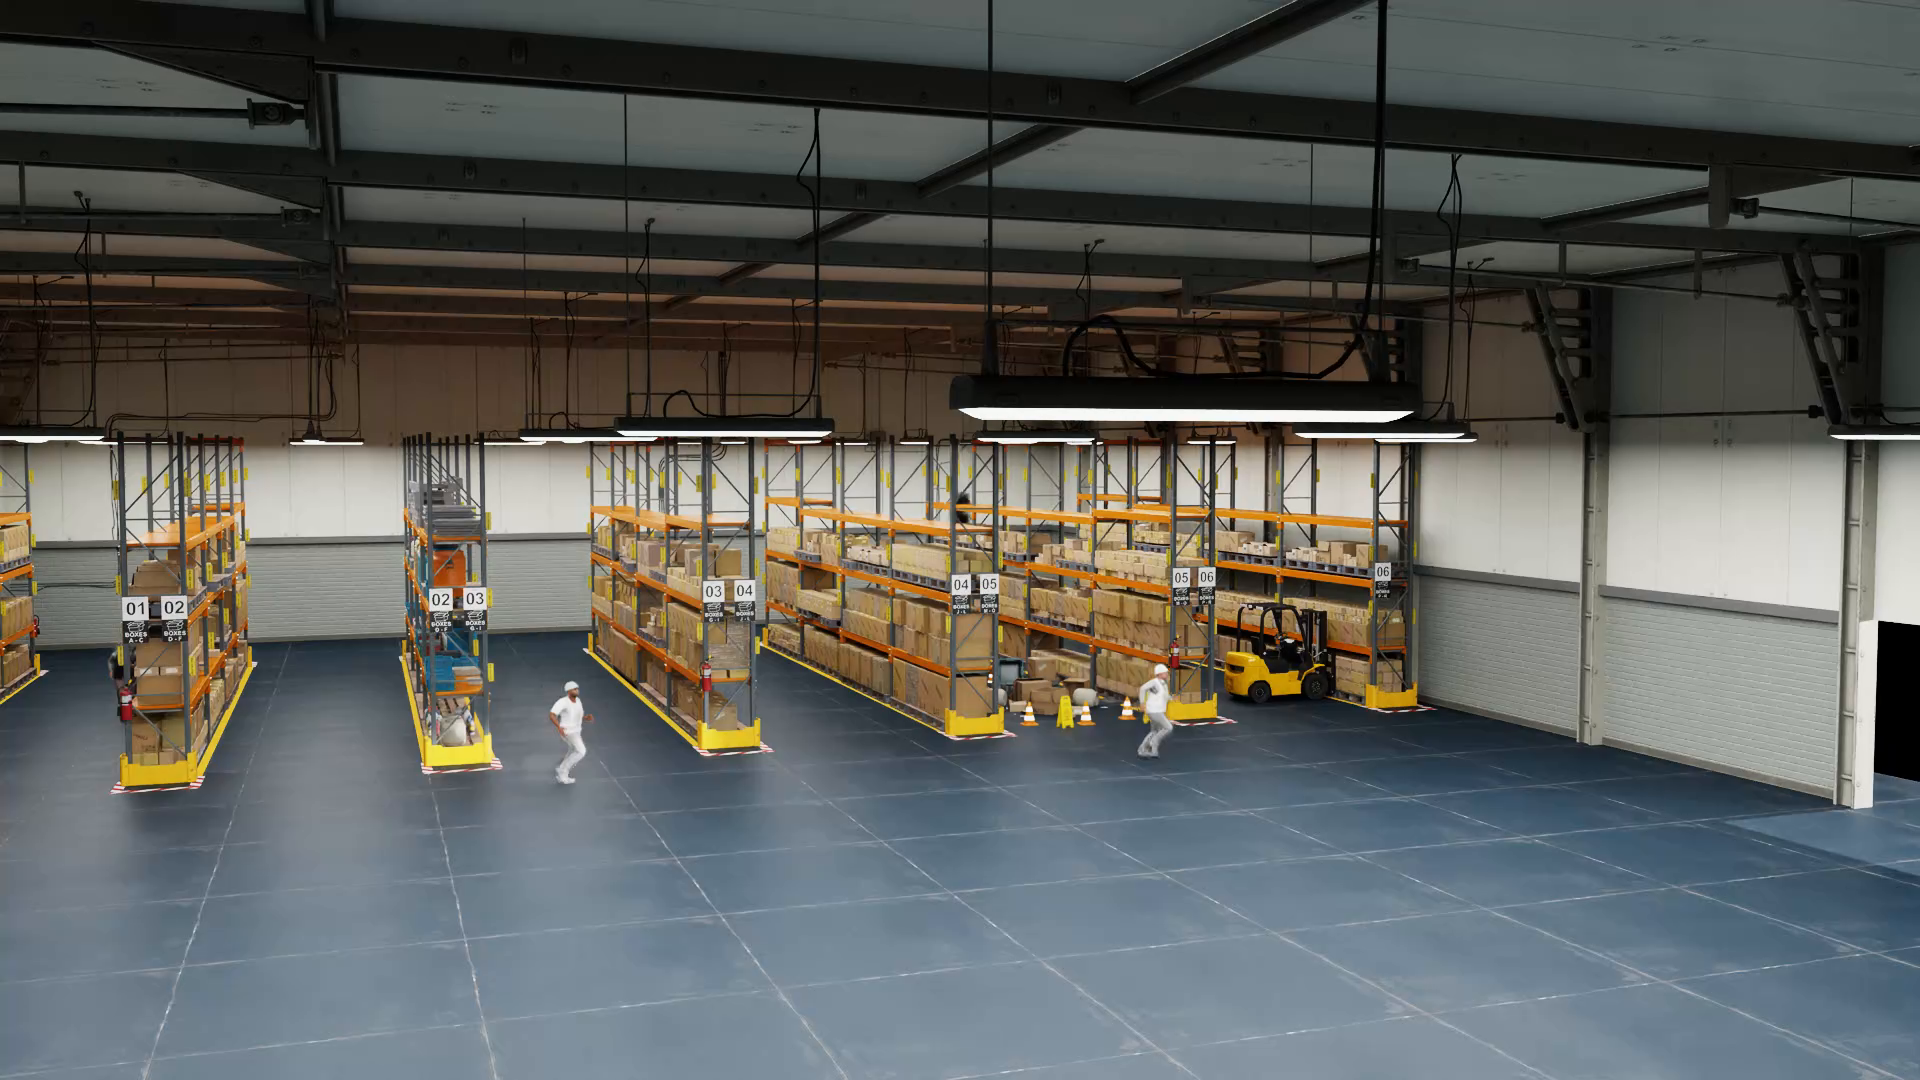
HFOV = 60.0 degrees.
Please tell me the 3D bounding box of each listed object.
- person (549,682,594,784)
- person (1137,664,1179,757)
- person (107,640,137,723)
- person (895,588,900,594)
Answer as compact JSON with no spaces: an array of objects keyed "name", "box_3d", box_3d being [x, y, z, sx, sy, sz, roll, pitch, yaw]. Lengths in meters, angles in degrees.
[{"name":"person","box_3d":[-6.575,3.273,28.352,0.621,1.728,0.675,1,3,14]},{"name":"person","box_3d":[3.638,3.145,30.517,0.761,1.723,0.690,2,4,28]},{"name":"person","box_3d":[-17.460,2.921,34.785,0.662,1.698,0.959,-1,3,-25]},{"name":"person","box_3d":[-1.789,2.233,45.828,0.647,1.820,0.730,-1,3,-20]}]
